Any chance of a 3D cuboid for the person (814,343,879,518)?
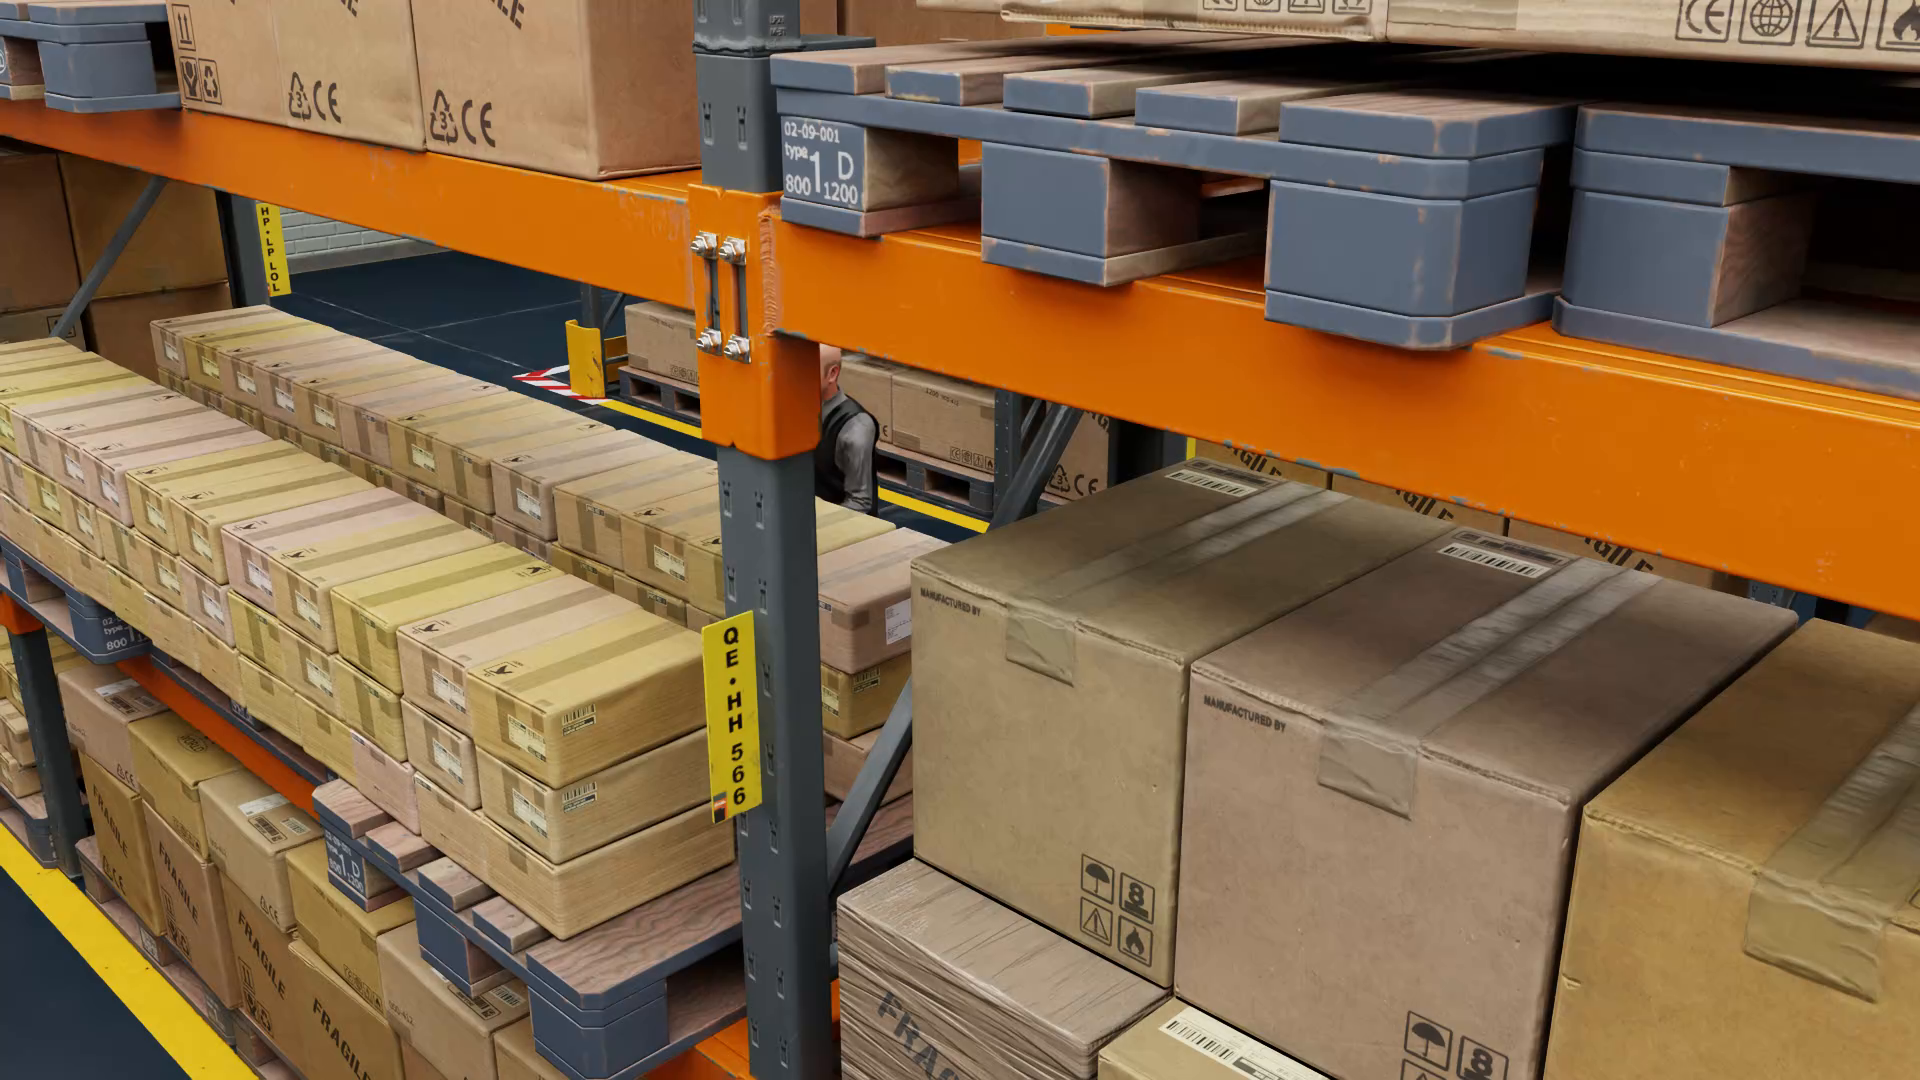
[{"bbox_3d":[-0.559,0.059,6.445,0.544,1.728,0.482,18,27,40],"label":"person"}]
